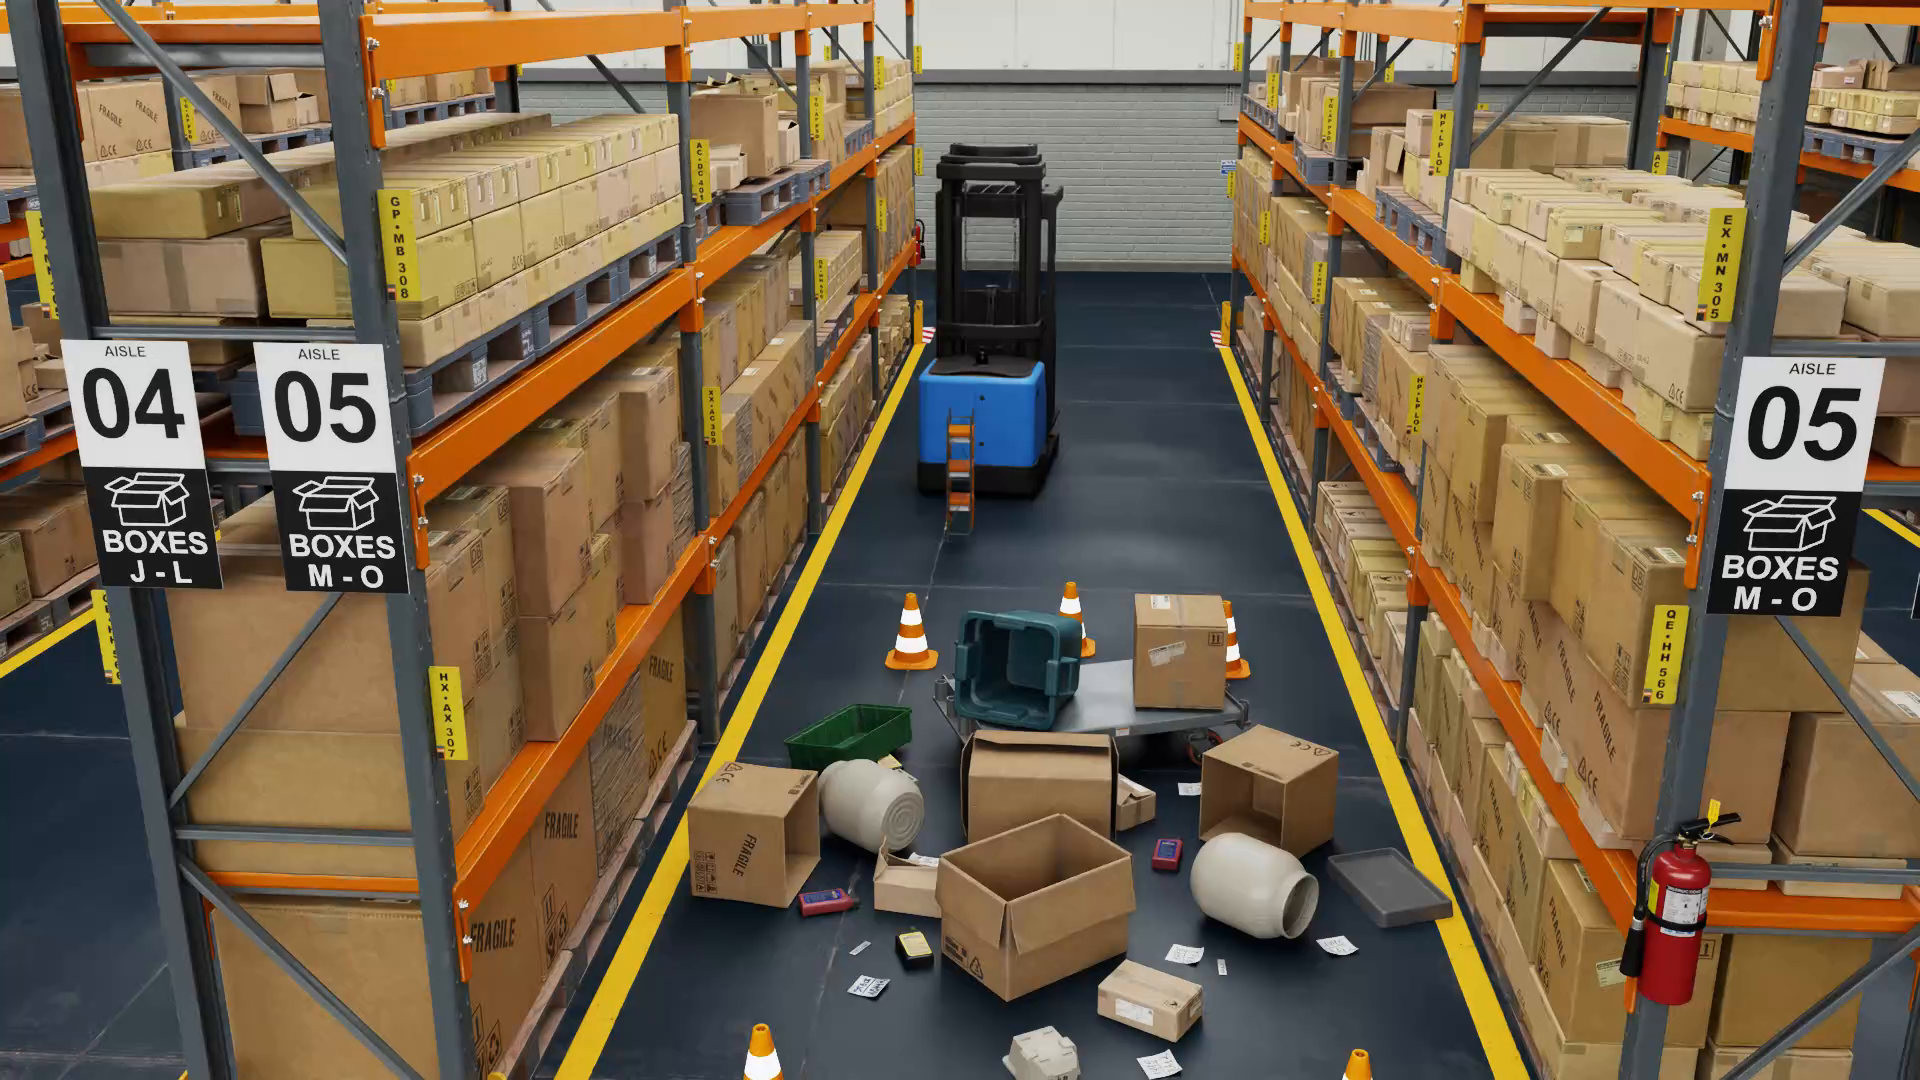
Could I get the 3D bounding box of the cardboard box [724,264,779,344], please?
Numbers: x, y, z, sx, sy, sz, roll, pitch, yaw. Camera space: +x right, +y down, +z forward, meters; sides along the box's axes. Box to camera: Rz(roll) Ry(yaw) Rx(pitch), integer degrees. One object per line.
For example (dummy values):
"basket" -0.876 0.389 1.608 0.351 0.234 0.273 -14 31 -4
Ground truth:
"cardboard box" -1.710 -1.715 12.073 0.700 0.500 0.500 1 18 3

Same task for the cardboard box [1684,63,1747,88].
"cardboard box" 8.499 -5.228 18.703 0.500 0.250 0.500 1 18 4

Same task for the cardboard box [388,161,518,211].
"cardboard box" -1.809 -1.268 5.947 0.380 0.149 0.250 1 18 4

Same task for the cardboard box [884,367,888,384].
"cardboard box" -0.981 -1.764 17.894 0.380 0.149 0.250 2 18 6

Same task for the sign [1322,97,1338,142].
"sign" 2.758 -3.133 12.393 0.100 0.325 0.005 1 18 4

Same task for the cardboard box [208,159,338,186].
"cardboard box" -2.466 -1.286 6.000 0.380 0.149 0.250 2 18 5

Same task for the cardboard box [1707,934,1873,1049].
"cardboard box" 3.073 1.574 6.339 0.500 0.500 0.500 1 18 2

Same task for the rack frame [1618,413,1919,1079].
"rack frame" 2.738 1.075 5.324 1.000 3.000 0.127 1 18 4

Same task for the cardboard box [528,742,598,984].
"cardboard box" -2.163 1.321 7.313 0.875 0.875 0.875 1 18 3

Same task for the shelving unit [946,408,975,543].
"shelving unit" 0.004 -0.516 13.310 0.215 1.050 0.252 1 18 4

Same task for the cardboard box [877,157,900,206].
"cardboard box" -0.944 -4.006 18.588 0.500 0.500 0.500 1 18 2

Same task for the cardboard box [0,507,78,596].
"cardboard box" -6.702 0.079 11.673 0.700 0.500 0.500 0 18 -1

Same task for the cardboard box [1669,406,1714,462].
"cardboard box" 2.484 -0.348 5.254 0.380 0.149 0.250 1 18 4

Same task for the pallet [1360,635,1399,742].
"pallet" 3.079 0.916 10.288 1.003 0.211 1.213 1 18 4

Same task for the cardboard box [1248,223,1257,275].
"cardboard box" 3.429 -3.165 18.106 0.500 0.500 0.500 1 18 3

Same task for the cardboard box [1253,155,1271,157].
"cardboard box" 3.535 -4.295 18.905 0.380 0.149 0.250 1 18 4

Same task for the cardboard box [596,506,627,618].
"cardboard box" -2.107 0.134 7.957 0.875 0.550 0.550 1 18 4

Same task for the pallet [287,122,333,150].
"pallet" -6.303 -3.922 16.064 0.805 0.209 1.217 1 18 2

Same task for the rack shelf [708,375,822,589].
"rack shelf" -1.777 -0.526 11.365 1.077 0.370 4.000 1 18 4

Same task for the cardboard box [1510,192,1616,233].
"cardboard box" 2.646 -1.439 7.303 0.380 0.149 0.250 1 18 2

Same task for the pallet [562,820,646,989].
"pallet" -2.137 1.693 7.917 1.003 0.211 1.213 1 18 4

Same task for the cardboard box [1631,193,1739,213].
"cardboard box" 3.160 -1.425 7.260 0.380 0.149 0.250 1 18 3

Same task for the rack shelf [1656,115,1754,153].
"rack shelf" 8.693 -4.247 17.905 1.077 0.370 4.000 1 18 4

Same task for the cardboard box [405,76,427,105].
"cardboard box" -6.247 -5.004 18.065 0.700 0.500 0.500 2 18 7

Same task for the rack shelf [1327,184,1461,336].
"rack shelf" 3.168 -1.872 10.656 1.077 0.370 4.000 1 18 4

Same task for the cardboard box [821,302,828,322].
"cardboard box" -1.344 -1.954 14.299 0.380 0.149 0.250 2 18 6

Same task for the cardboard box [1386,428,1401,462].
"cardboard box" 2.805 -0.576 10.092 0.380 0.149 0.250 1 18 3

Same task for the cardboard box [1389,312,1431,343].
"cardboard box" 2.865 -1.312 10.256 0.380 0.149 0.250 1 18 2

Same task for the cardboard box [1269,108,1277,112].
"cardboard box" 3.325 -4.466 16.799 0.396 0.266 0.258 2 18 6

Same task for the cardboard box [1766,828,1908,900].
"cardboard box" 2.969 1.094 5.671 0.380 0.149 0.250 1 18 4

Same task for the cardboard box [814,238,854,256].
"cardboard box" -1.219 -2.801 15.928 0.380 0.149 0.250 1 18 2

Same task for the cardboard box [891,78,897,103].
"cardboard box" -0.962 -4.942 18.308 0.500 0.250 0.500 0 18 2

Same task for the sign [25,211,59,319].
"sign" -2.747 -0.829 5.023 0.100 0.325 0.005 1 18 4

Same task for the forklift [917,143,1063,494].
"forklift" 0.361 -2.212 15.467 1.130 2.935 3.031 3 18 8

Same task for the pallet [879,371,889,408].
"pallet" -1.334 -1.615 18.013 1.003 0.211 1.213 1 18 4

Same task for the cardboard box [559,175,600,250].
"cardboard box" -1.809 -1.361 6.870 0.500 0.250 0.500 1 18 4

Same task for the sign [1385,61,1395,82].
"sign" 4.140 -4.463 16.074 0.100 0.325 0.005 1 18 4

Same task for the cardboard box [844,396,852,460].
"cardboard box" -1.263 -1.030 15.089 0.500 0.500 0.500 1 18 3

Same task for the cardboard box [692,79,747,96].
"cardboard box" -1.863 -3.457 12.948 0.396 0.266 0.258 1 18 4

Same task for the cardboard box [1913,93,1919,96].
"cardboard box" 8.566 -3.821 14.540 0.380 0.149 0.250 1 18 2

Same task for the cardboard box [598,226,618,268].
"cardboard box" -1.717 -1.283 7.274 0.380 0.149 0.250 1 18 3

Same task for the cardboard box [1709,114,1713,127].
"cardboard box" 8.465 -4.601 18.232 0.380 0.149 0.250 1 18 3

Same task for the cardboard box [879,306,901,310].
"cardboard box" -0.894 -2.692 19.769 0.380 0.149 0.250 1 18 2

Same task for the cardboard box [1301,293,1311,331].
"cardboard box" 3.126 -1.891 13.815 0.500 0.250 0.500 1 18 2

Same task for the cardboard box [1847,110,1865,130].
"cardboard box" 8.060 -3.694 14.630 0.380 0.149 0.250 1 18 3

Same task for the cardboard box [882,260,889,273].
"cardboard box" -0.980 -3.019 18.223 0.380 0.149 0.250 2 18 5

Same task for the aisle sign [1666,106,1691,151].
"aisle sign" 8.548 -5.048 19.835 0.394 0.787 0.004 1 18 4

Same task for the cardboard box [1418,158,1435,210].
"cardboard box" 2.963 -2.063 9.649 0.500 0.250 0.500 2 18 5

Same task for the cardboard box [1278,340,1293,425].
"cardboard box" 3.634 -1.647 16.371 0.875 0.875 0.875 2 18 6

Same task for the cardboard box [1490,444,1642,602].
"cardboard box" 2.534 -0.070 6.576 0.700 0.500 0.500 1 18 3

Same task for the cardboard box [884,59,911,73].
"cardboard box" -0.790 -5.645 19.813 0.380 0.149 0.250 1 18 3

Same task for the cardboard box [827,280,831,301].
"cardboard box" -1.328 -2.179 14.506 0.380 0.149 0.250 1 18 4

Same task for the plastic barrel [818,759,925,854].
"plastic barrel" -0.471 1.365 8.579 0.512 0.421 0.421 17 25 41

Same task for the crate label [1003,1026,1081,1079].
"crate label" 0.345 2.108 6.768 0.250 0.136 0.298 -9 20 -25

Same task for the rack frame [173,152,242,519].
"rack frame" -6.573 -1.631 13.582 1.000 3.000 0.127 1 18 4

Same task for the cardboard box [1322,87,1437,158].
"cardboard box" 3.188 -3.204 12.726 0.797 0.503 0.637 0 18 1

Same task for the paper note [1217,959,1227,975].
"paper note" 1.184 1.930 7.516 0.032 0.001 0.123 1 18 4
